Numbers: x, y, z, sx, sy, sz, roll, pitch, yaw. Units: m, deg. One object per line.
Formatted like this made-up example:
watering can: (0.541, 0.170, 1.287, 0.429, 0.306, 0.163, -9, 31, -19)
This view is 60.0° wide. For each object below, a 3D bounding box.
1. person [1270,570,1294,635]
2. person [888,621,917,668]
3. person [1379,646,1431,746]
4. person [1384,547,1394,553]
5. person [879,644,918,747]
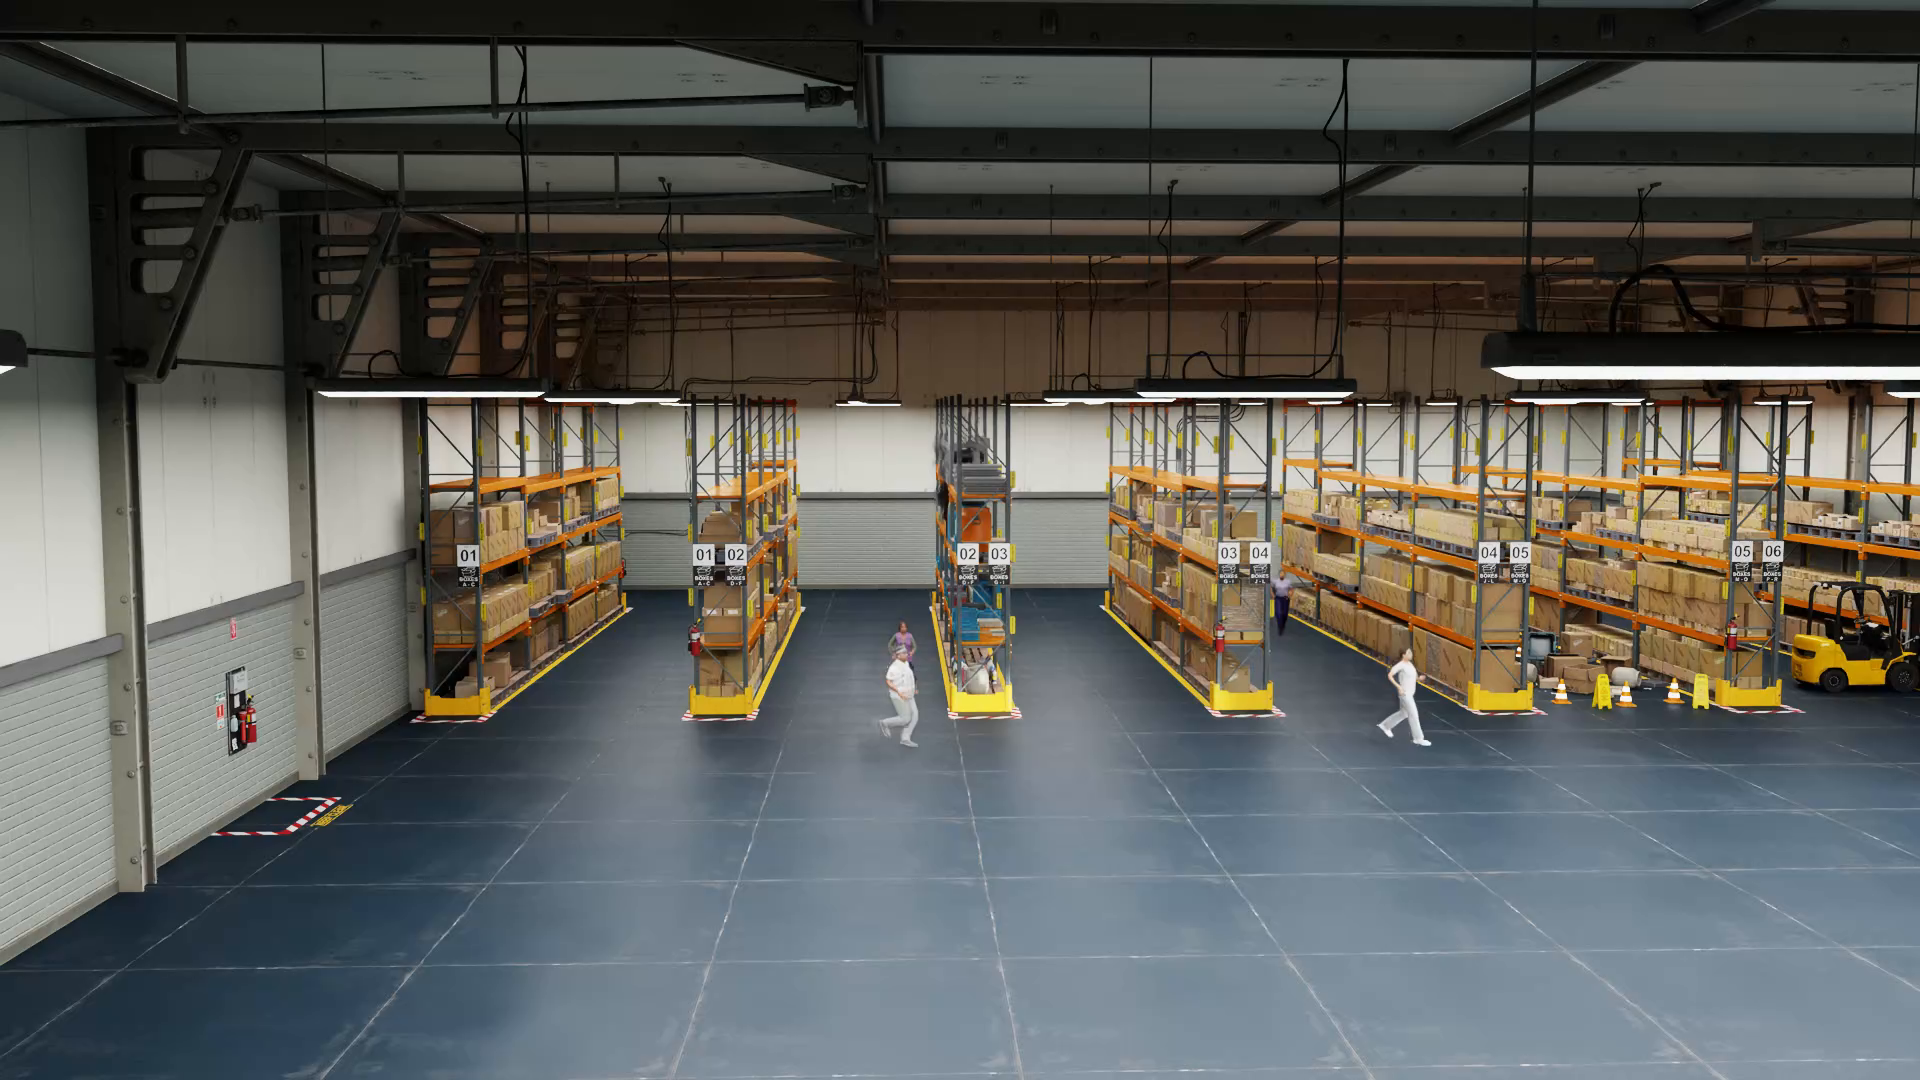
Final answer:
person: (8.220, 1.571, 42.529, 0.615, 1.644, 0.802, 0, 5, 3)
person: (-1.121, 2.374, 32.429, 0.553, 1.594, 0.767, -1, 5, -13)
person: (7.599, 2.632, 28.377, 0.970, 1.653, 0.565, 3, 6, 36)
person: (12.770, 1.008, 49.257, 0.898, 1.632, 0.613, 0, 5, -4)
person: (-1.021, 2.642, 28.312, 0.657, 1.745, 0.671, 2, 5, 24)
